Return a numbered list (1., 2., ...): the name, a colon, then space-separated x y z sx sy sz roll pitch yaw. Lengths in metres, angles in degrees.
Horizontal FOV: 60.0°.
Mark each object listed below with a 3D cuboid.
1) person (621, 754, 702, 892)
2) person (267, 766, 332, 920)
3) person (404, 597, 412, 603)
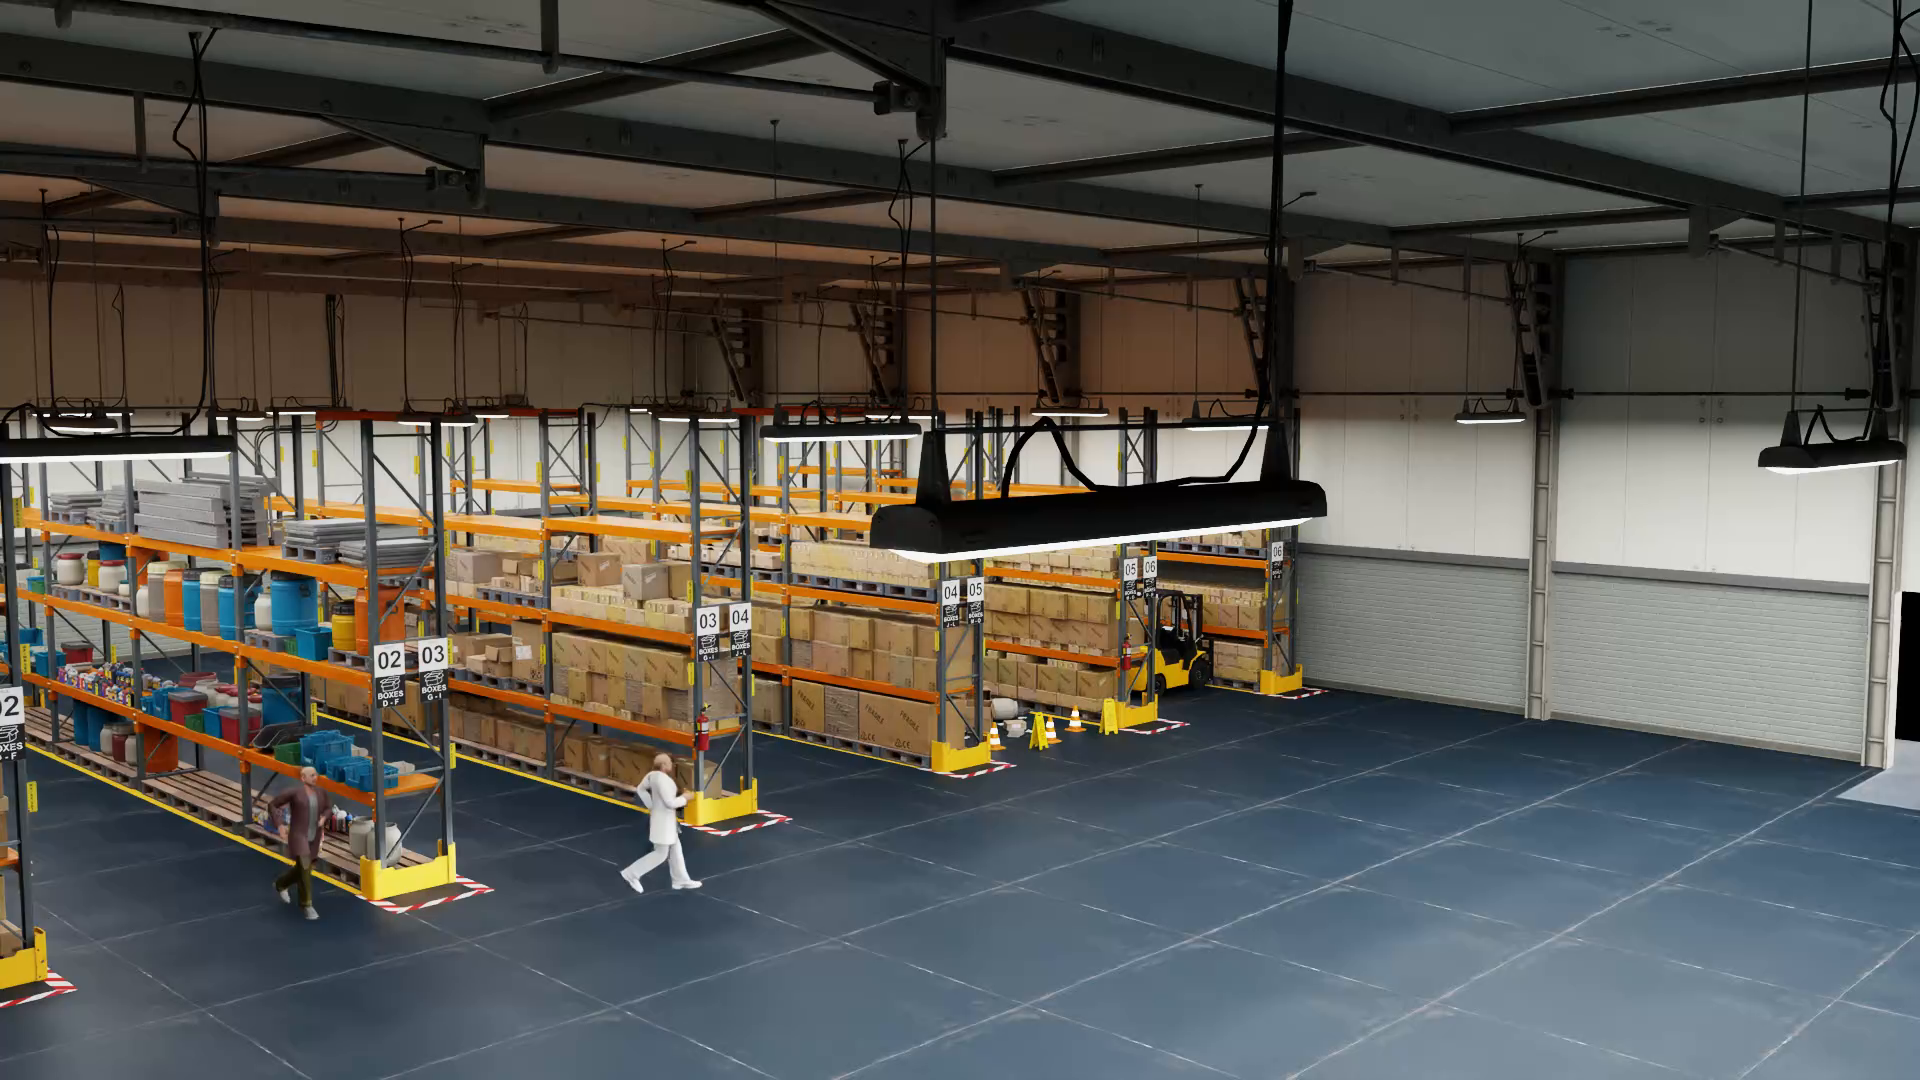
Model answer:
1. person: -3.775 3.565 20.944 1.030 1.759 0.703 -2 5 -21
2. person: -8.033 3.669 20.365 0.988 1.804 0.746 3 6 32
3. person: -12.782 2.141 38.178 0.695 1.692 0.808 -2 5 -18
